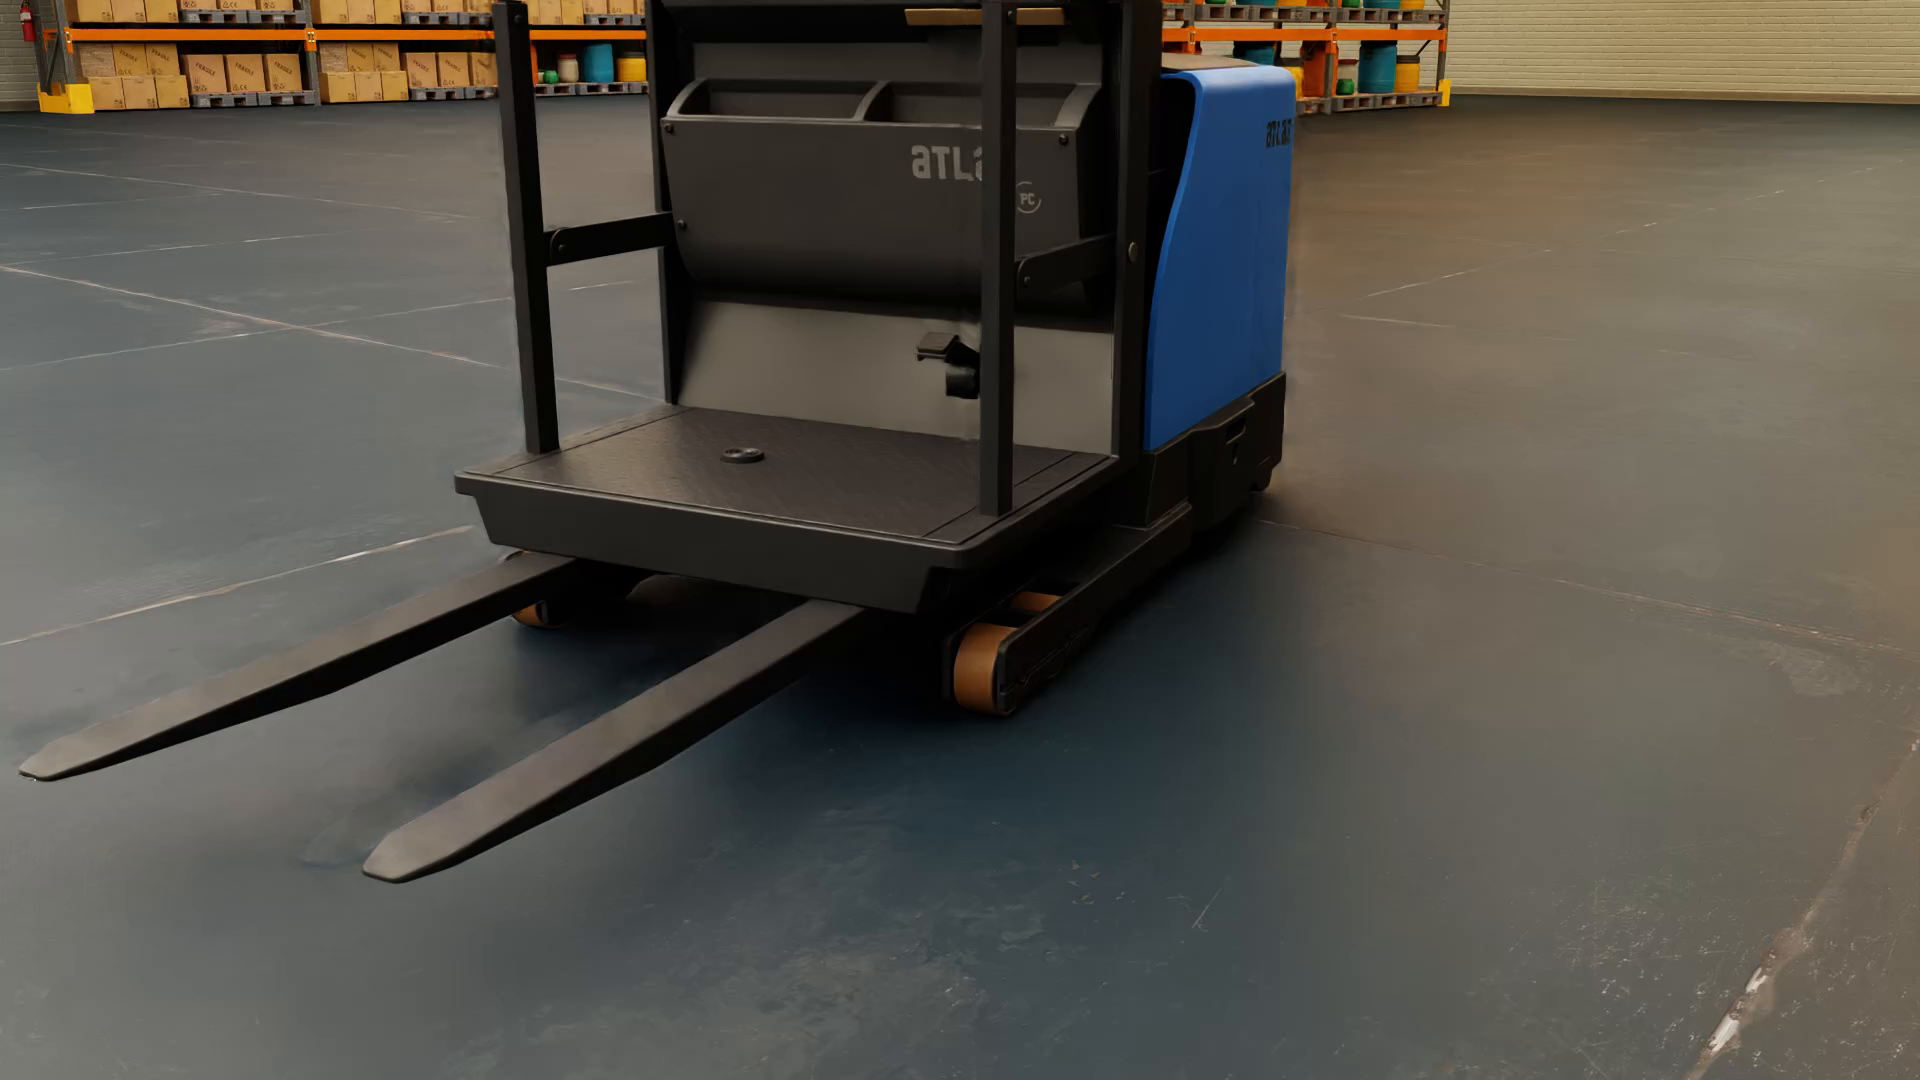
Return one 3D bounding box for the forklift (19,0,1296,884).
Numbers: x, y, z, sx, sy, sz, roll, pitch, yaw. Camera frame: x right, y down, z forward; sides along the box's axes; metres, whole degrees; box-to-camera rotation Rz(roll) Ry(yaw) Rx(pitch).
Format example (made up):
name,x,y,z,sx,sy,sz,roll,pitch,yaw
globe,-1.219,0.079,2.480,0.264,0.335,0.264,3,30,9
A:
name,x,y,z,sx,sy,sz,roll,pitch,yaw
forklift,-0.263,-1.237,2.973,1.130,2.935,3.031,8,19,25
